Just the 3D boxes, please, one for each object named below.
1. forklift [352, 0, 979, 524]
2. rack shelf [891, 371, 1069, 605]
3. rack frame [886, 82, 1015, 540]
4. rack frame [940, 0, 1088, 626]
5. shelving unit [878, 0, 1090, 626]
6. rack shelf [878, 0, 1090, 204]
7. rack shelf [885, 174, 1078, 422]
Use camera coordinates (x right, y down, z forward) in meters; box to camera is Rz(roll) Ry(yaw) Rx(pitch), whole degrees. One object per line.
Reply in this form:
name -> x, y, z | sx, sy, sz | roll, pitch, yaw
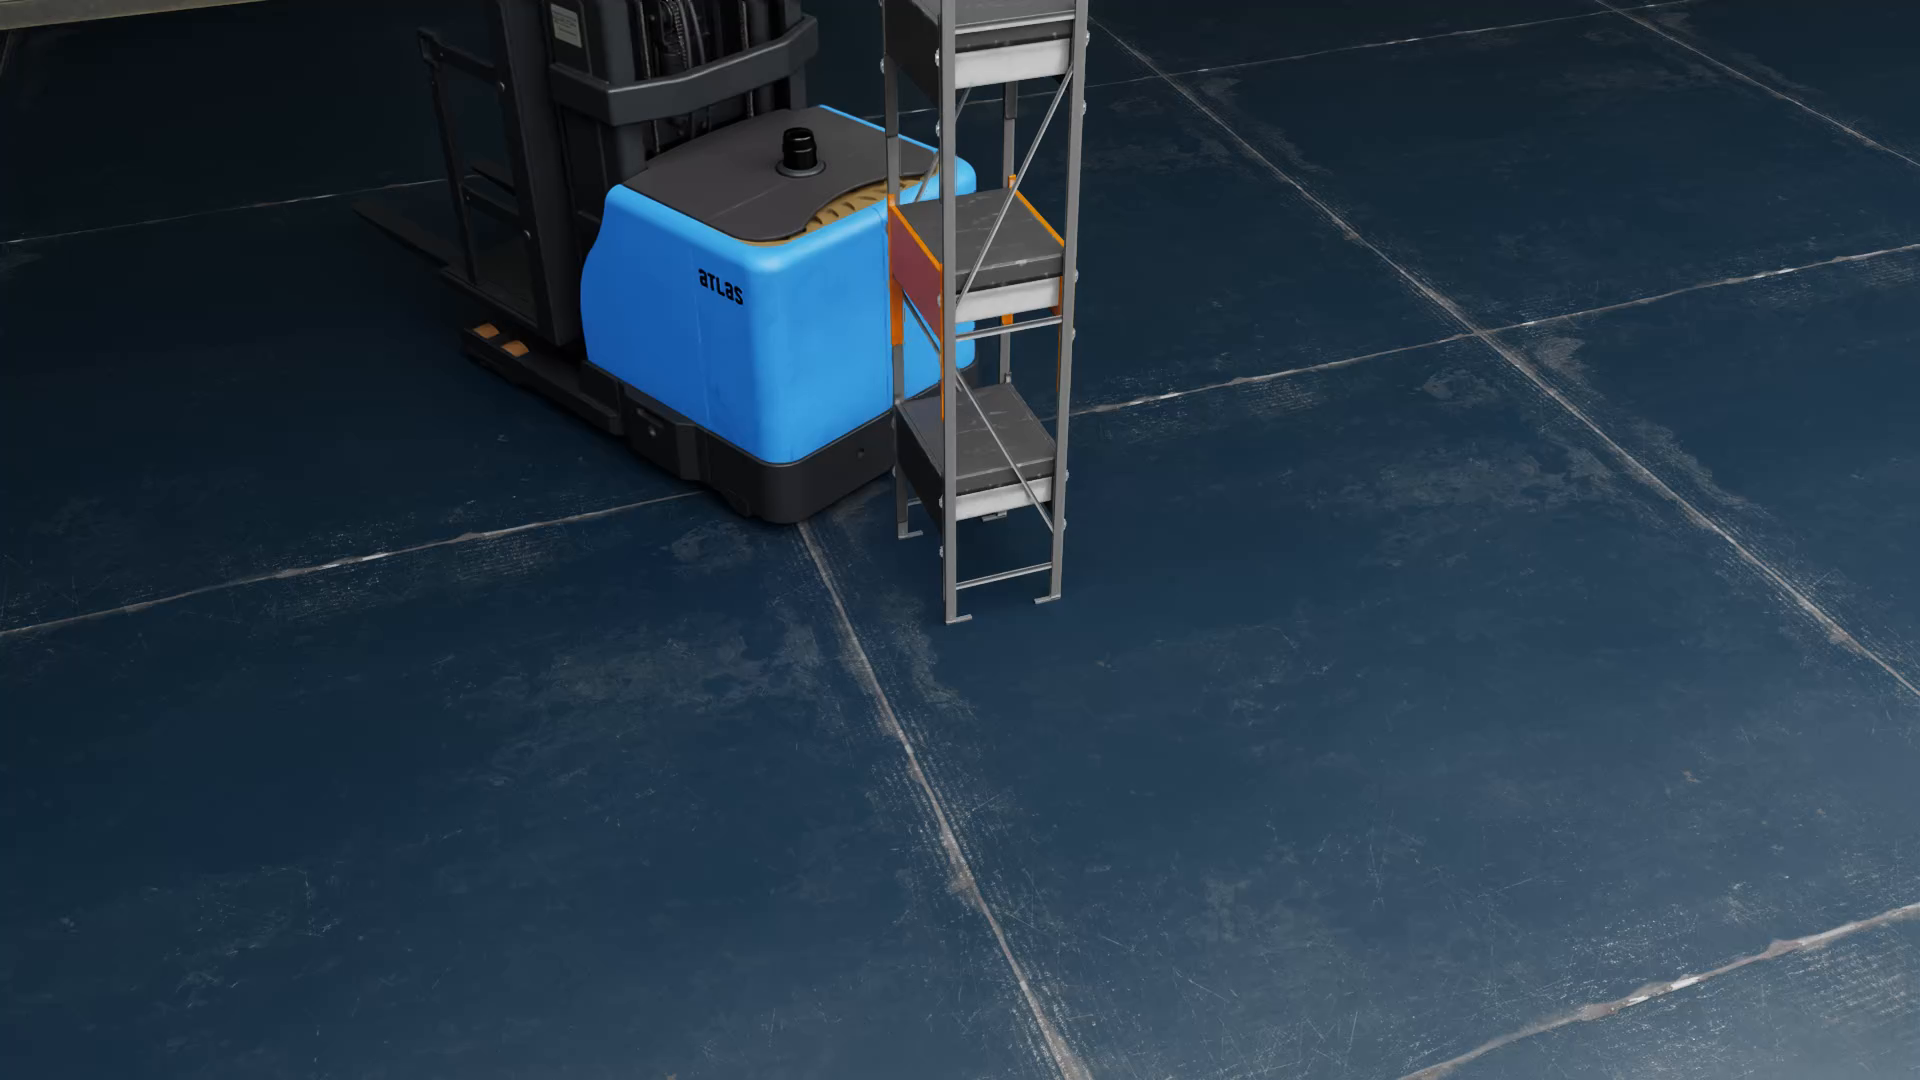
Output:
forklift -> -1.351, -1.994, 5.961 | 3.031, 2.935, 1.130 | 29, 46, 33
rack shelf -> 0.057, -0.175, 5.423 | 0.431, 0.518, 0.480 | -12, 39, -16
rack frame -> -0.027, -0.883, 5.177 | 0.400, 2.100, 0.015 | -12, 39, -16
rack frame -> 0.141, -0.607, 4.811 | 0.400, 2.100, 0.015 | -12, 39, -16
shelving unit -> 0.057, -0.745, 4.994 | 0.431, 2.100, 0.503 | -12, 39, -16
rack shelf -> 0.057, -1.293, 4.581 | 0.431, 0.518, 0.480 | -12, 39, -16
rack shelf -> 0.057, -0.734, 5.002 | 0.431, 0.518, 0.480 | -12, 39, -16
